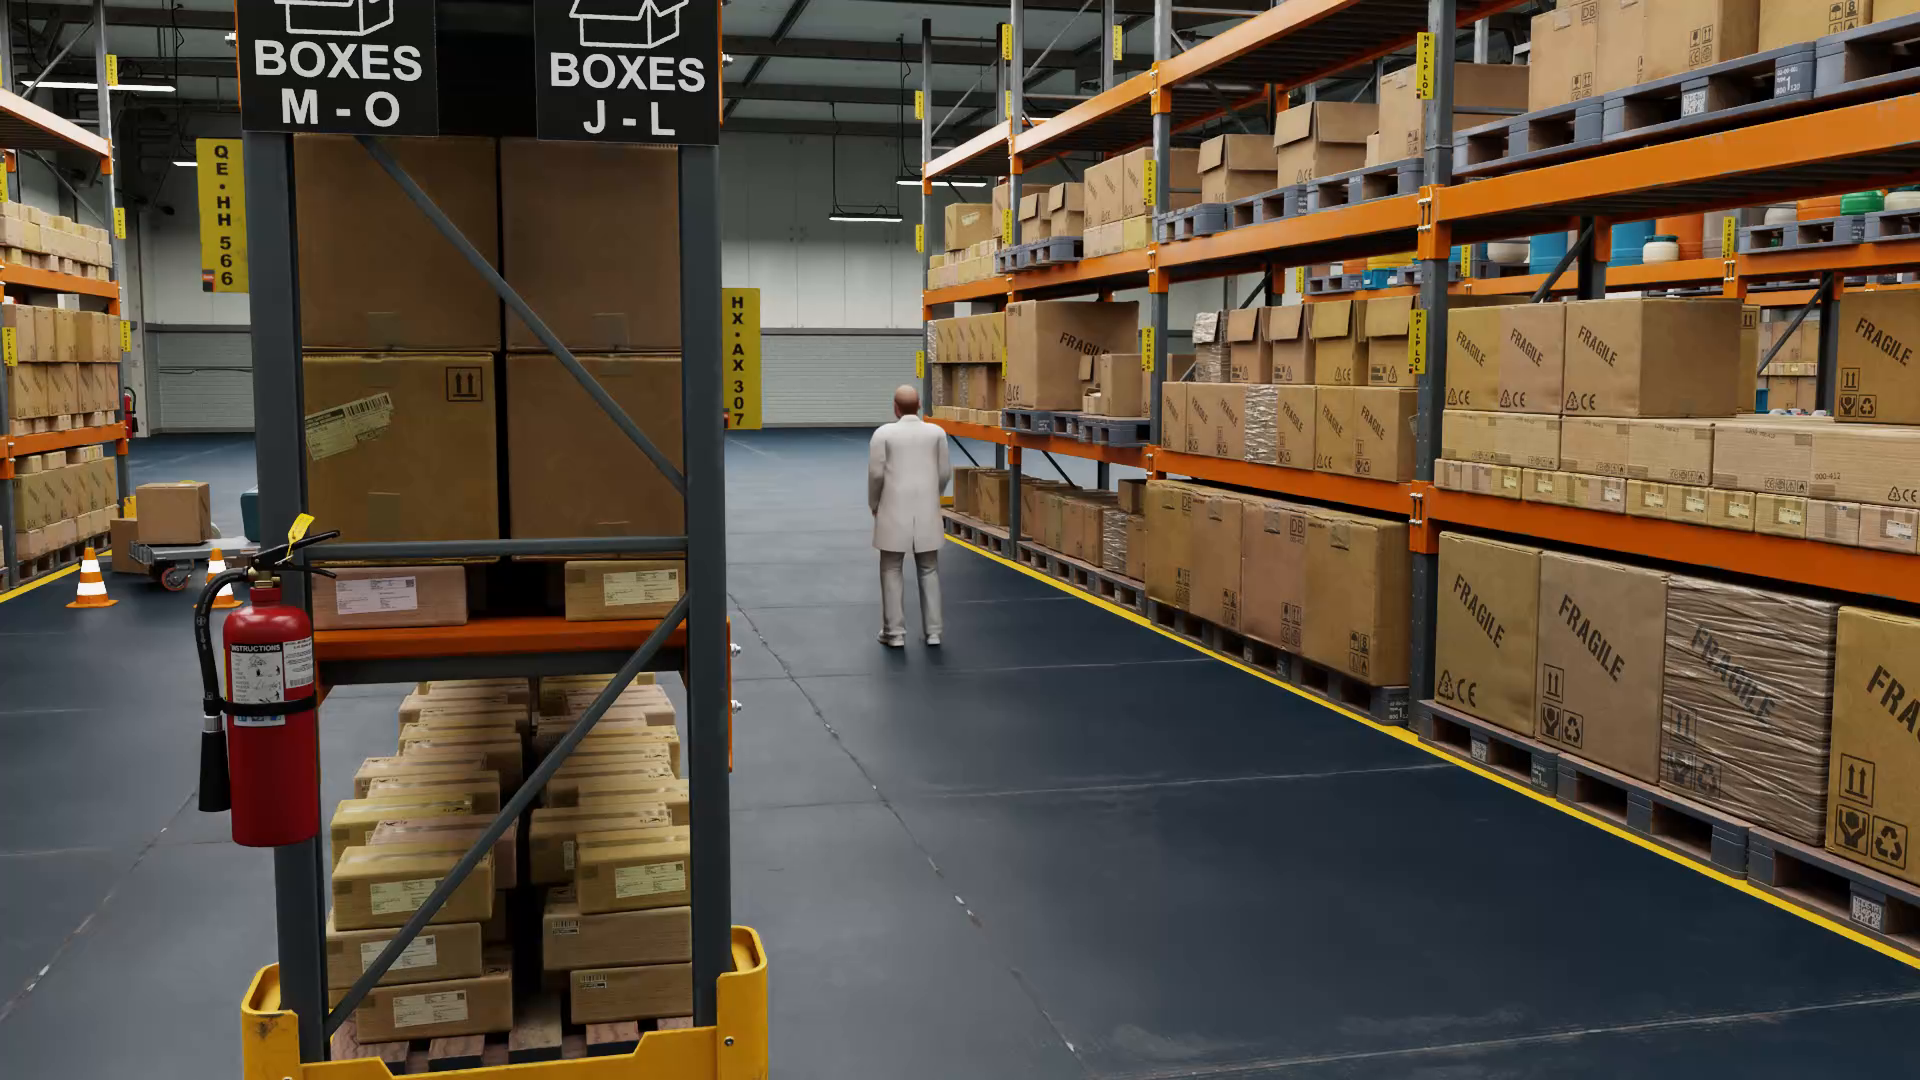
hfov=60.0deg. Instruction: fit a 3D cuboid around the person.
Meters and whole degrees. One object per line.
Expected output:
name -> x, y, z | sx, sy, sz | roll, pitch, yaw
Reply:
person -> -0.372, -0.164, 11.452 | 0.645, 1.772, 0.429 | -2, 6, -17
